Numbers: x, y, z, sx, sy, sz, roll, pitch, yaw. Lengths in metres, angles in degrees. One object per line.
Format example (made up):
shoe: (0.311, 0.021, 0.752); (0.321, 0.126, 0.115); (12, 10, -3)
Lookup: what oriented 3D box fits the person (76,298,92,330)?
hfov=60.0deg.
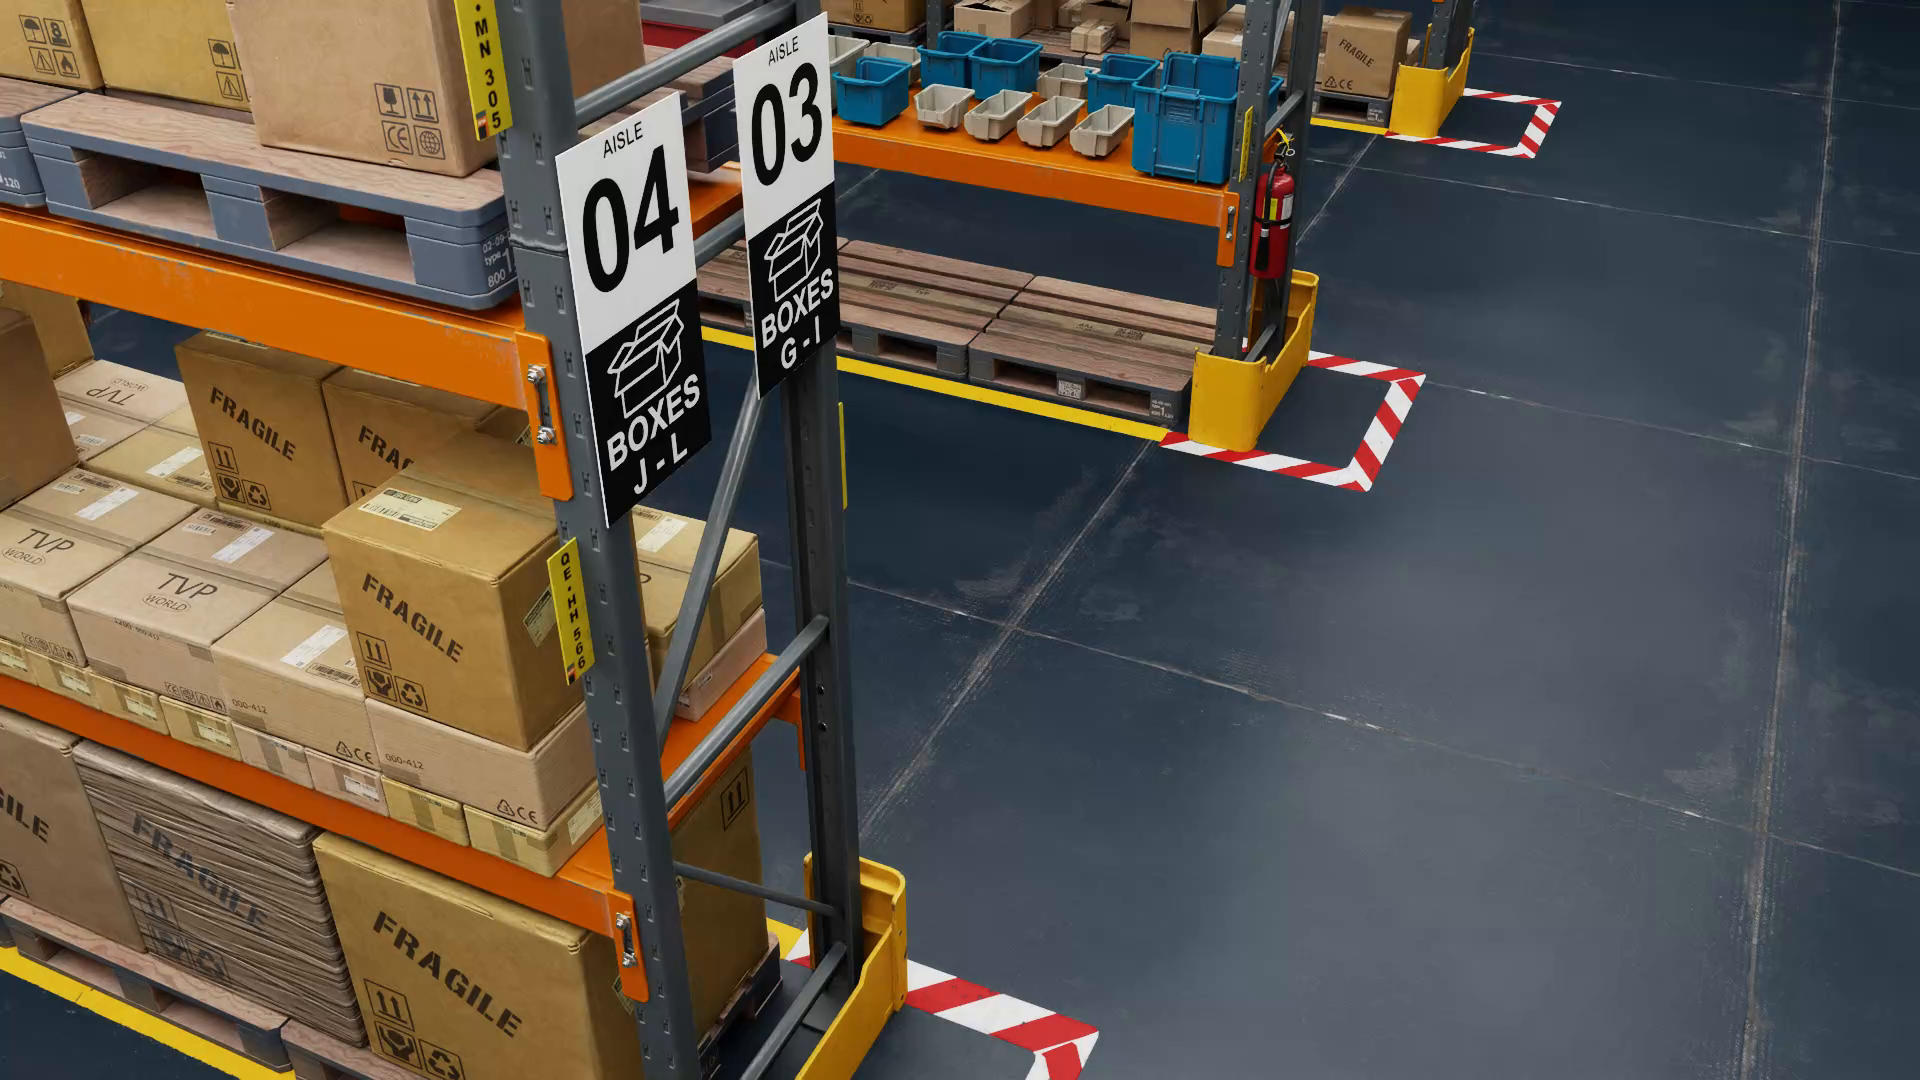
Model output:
person: (-4.247, -1.044, 7.654); (0.582, 1.760, 0.581); (17, 37, 24)
